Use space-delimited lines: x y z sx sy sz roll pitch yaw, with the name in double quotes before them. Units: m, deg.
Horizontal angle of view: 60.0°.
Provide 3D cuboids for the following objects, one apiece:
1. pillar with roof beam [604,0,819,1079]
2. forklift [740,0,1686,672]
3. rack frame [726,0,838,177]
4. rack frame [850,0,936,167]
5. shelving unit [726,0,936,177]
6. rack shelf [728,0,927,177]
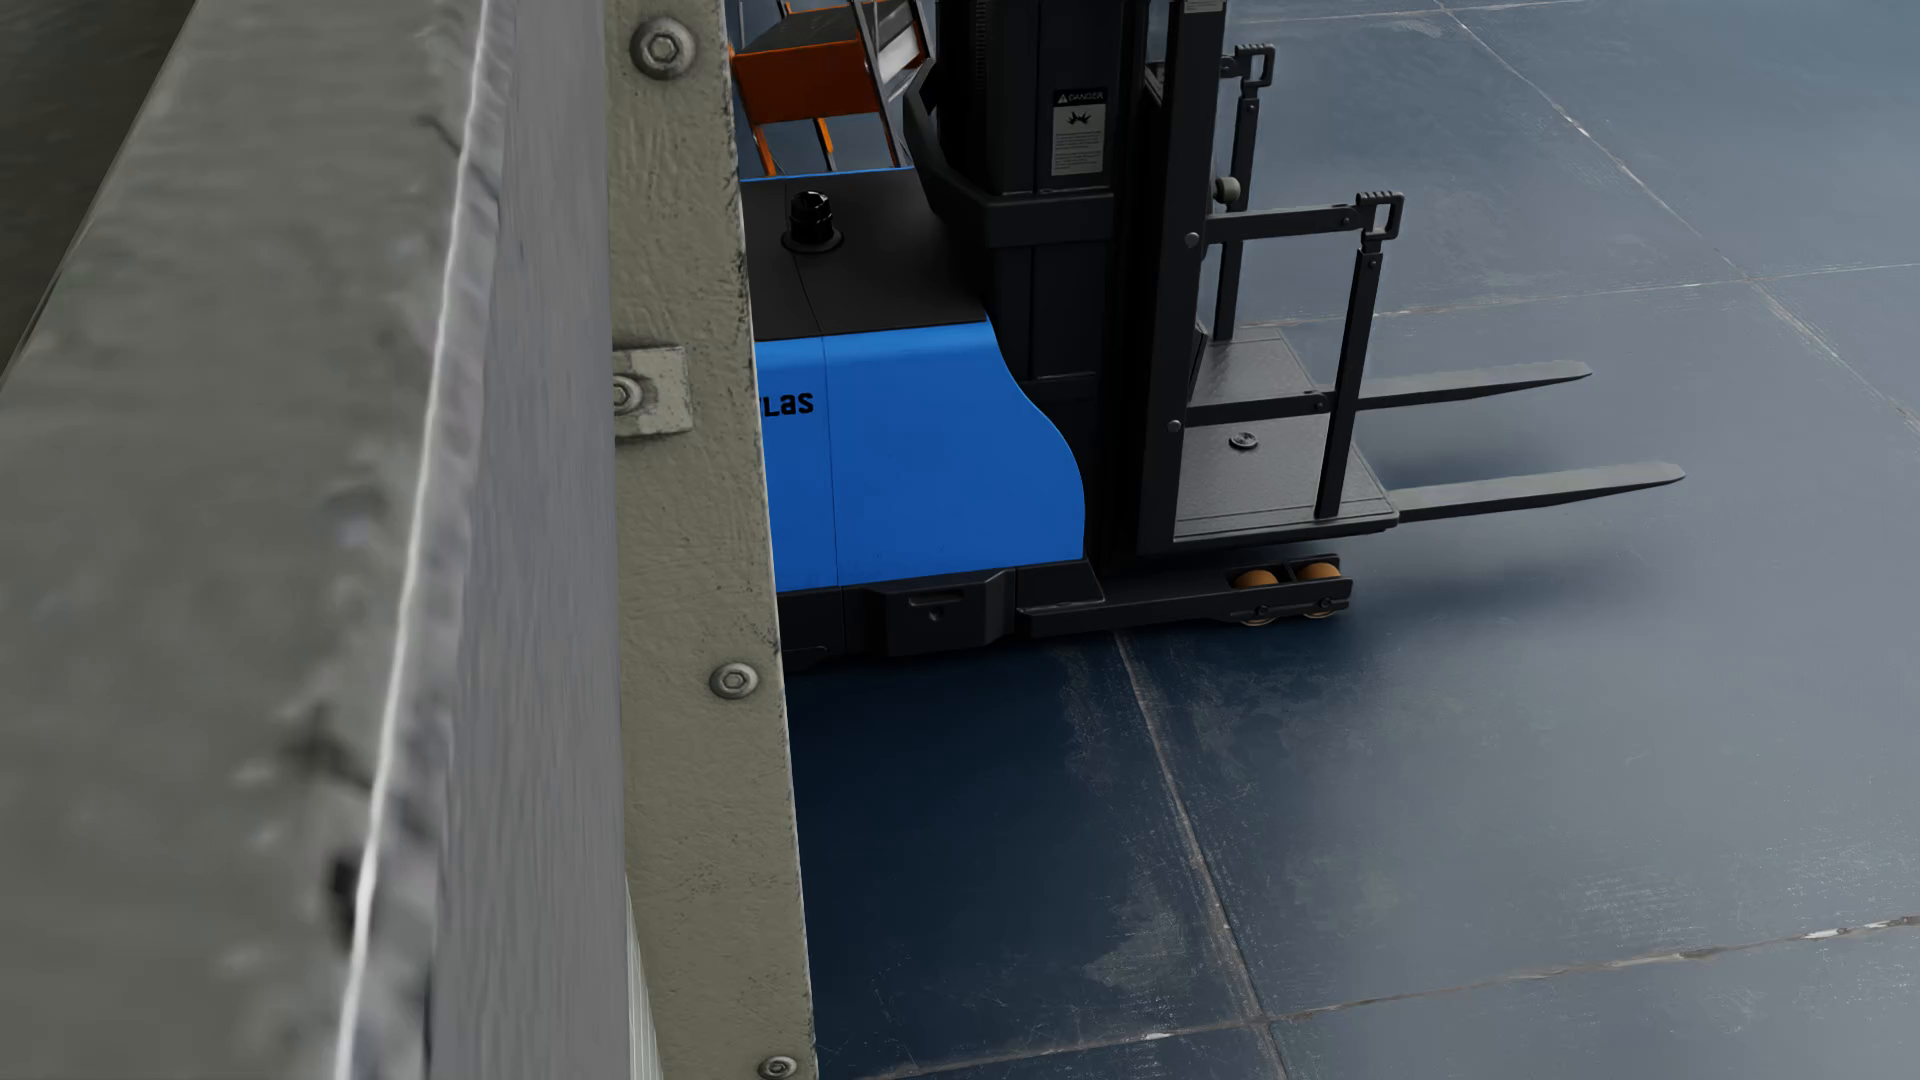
"pillar with roof beam" 3.768 -2.785 1.500 9.100 9.000 0.400 -6 38 -8
"forklift" 0.700 -1.217 4.427 3.031 2.935 1.130 -6 38 -8
"rack frame" -0.595 -1.453 5.458 0.015 2.100 0.400 2 36 27
"rack frame" -0.162 -1.441 5.234 0.015 2.100 0.400 2 36 27
"shelving unit" -0.378 -1.447 5.346 0.503 2.100 0.431 2 36 27
"rack shelf" -0.375 -1.436 5.353 0.480 0.518 0.431 2 36 27
